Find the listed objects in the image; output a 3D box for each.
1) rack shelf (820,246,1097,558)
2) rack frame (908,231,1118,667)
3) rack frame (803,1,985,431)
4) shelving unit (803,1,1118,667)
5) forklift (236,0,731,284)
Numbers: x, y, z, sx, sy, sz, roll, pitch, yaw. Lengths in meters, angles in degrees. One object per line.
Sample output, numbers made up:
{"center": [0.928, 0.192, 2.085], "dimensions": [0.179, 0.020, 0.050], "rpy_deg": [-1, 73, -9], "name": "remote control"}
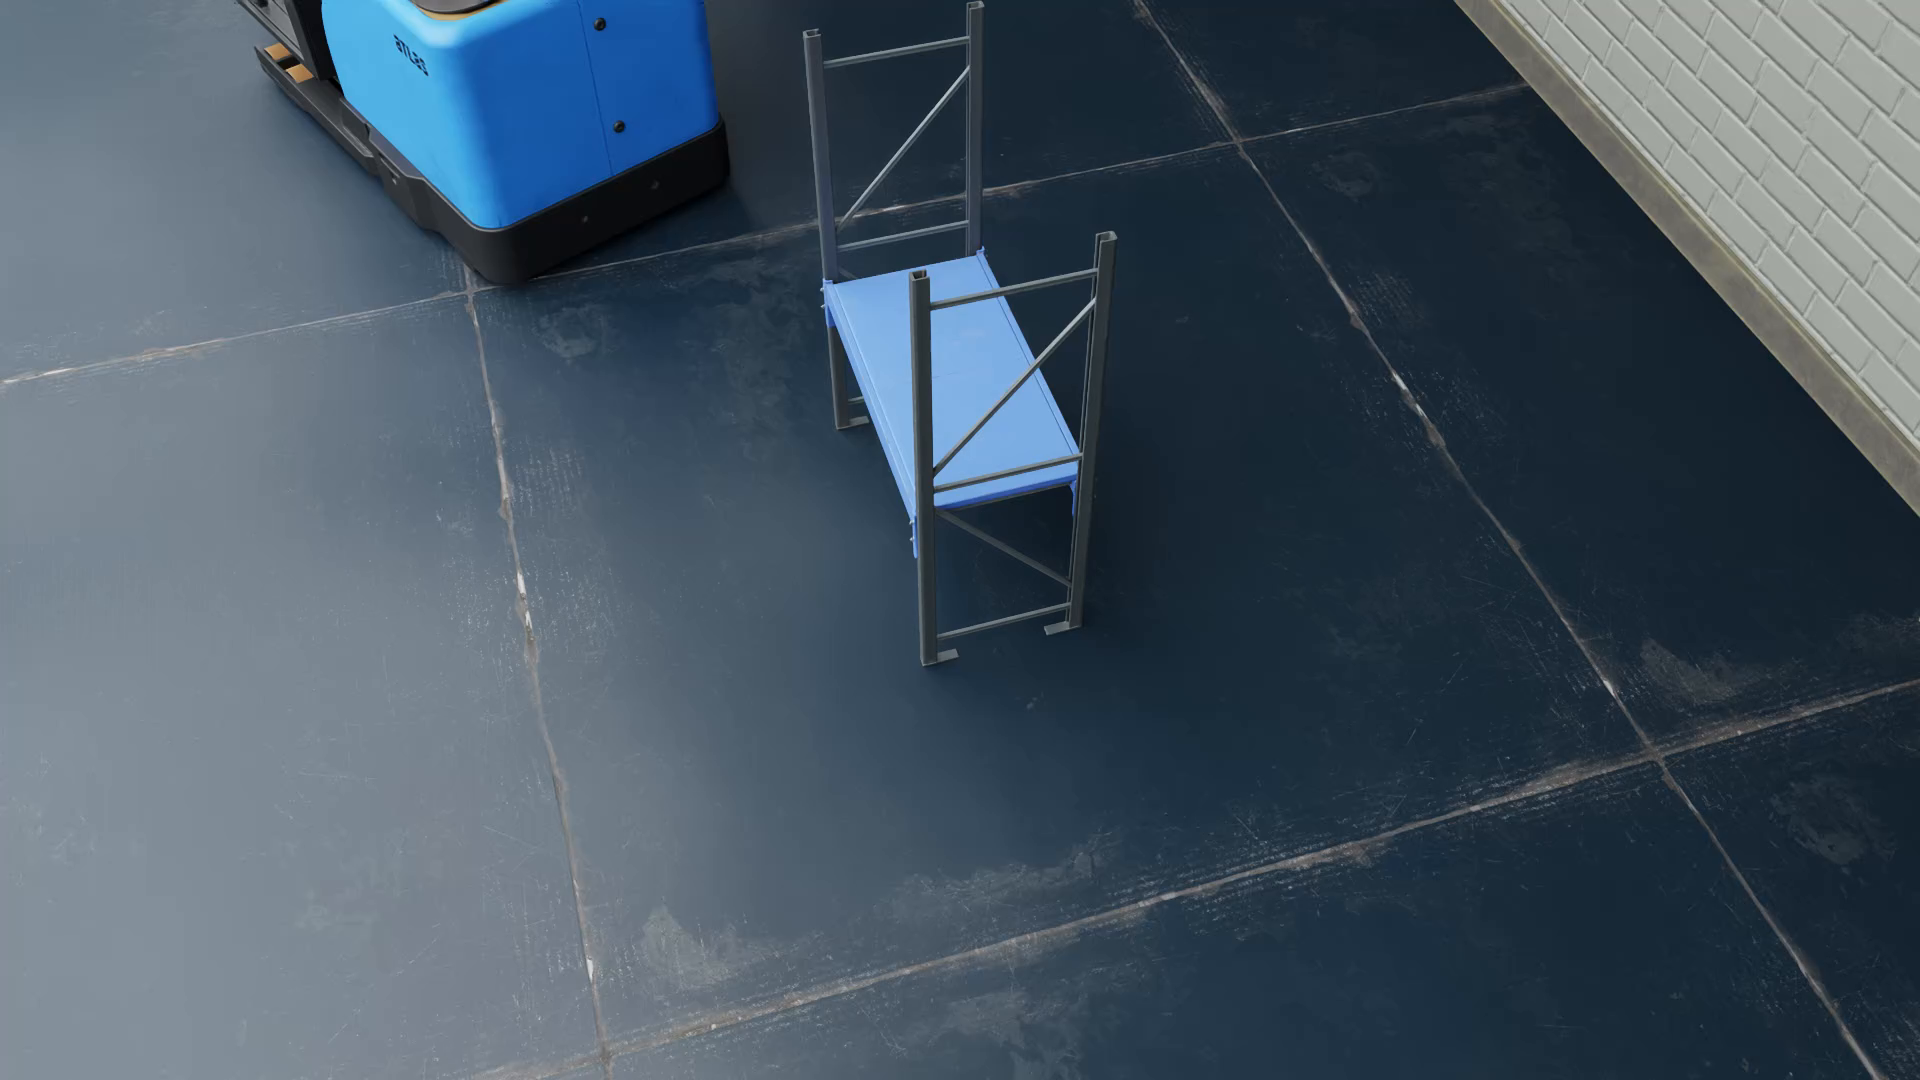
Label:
{"center": [-0.025, -0.430, 4.867], "dimensions": [0.538, 0.185, 1.000], "rpy_deg": [-13, 51, -11], "name": "rack shelf"}
{"center": [0.125, -0.174, 4.416], "dimensions": [0.500, 1.500, 0.032], "rpy_deg": [-13, 51, -11], "name": "rack frame"}
{"center": [-0.176, -0.917, 5.042], "dimensions": [0.500, 1.500, 0.032], "rpy_deg": [-13, 51, -11], "name": "rack frame"}
{"center": [-0.025, -0.546, 4.729], "dimensions": [0.538, 1.500, 1.048], "rpy_deg": [-13, 51, -11], "name": "shelving unit"}
{"center": [-2.208, -2.918, 5.793], "dimensions": [1.130, 2.935, 3.031], "rpy_deg": [-33, 57, -25], "name": "forklift"}
